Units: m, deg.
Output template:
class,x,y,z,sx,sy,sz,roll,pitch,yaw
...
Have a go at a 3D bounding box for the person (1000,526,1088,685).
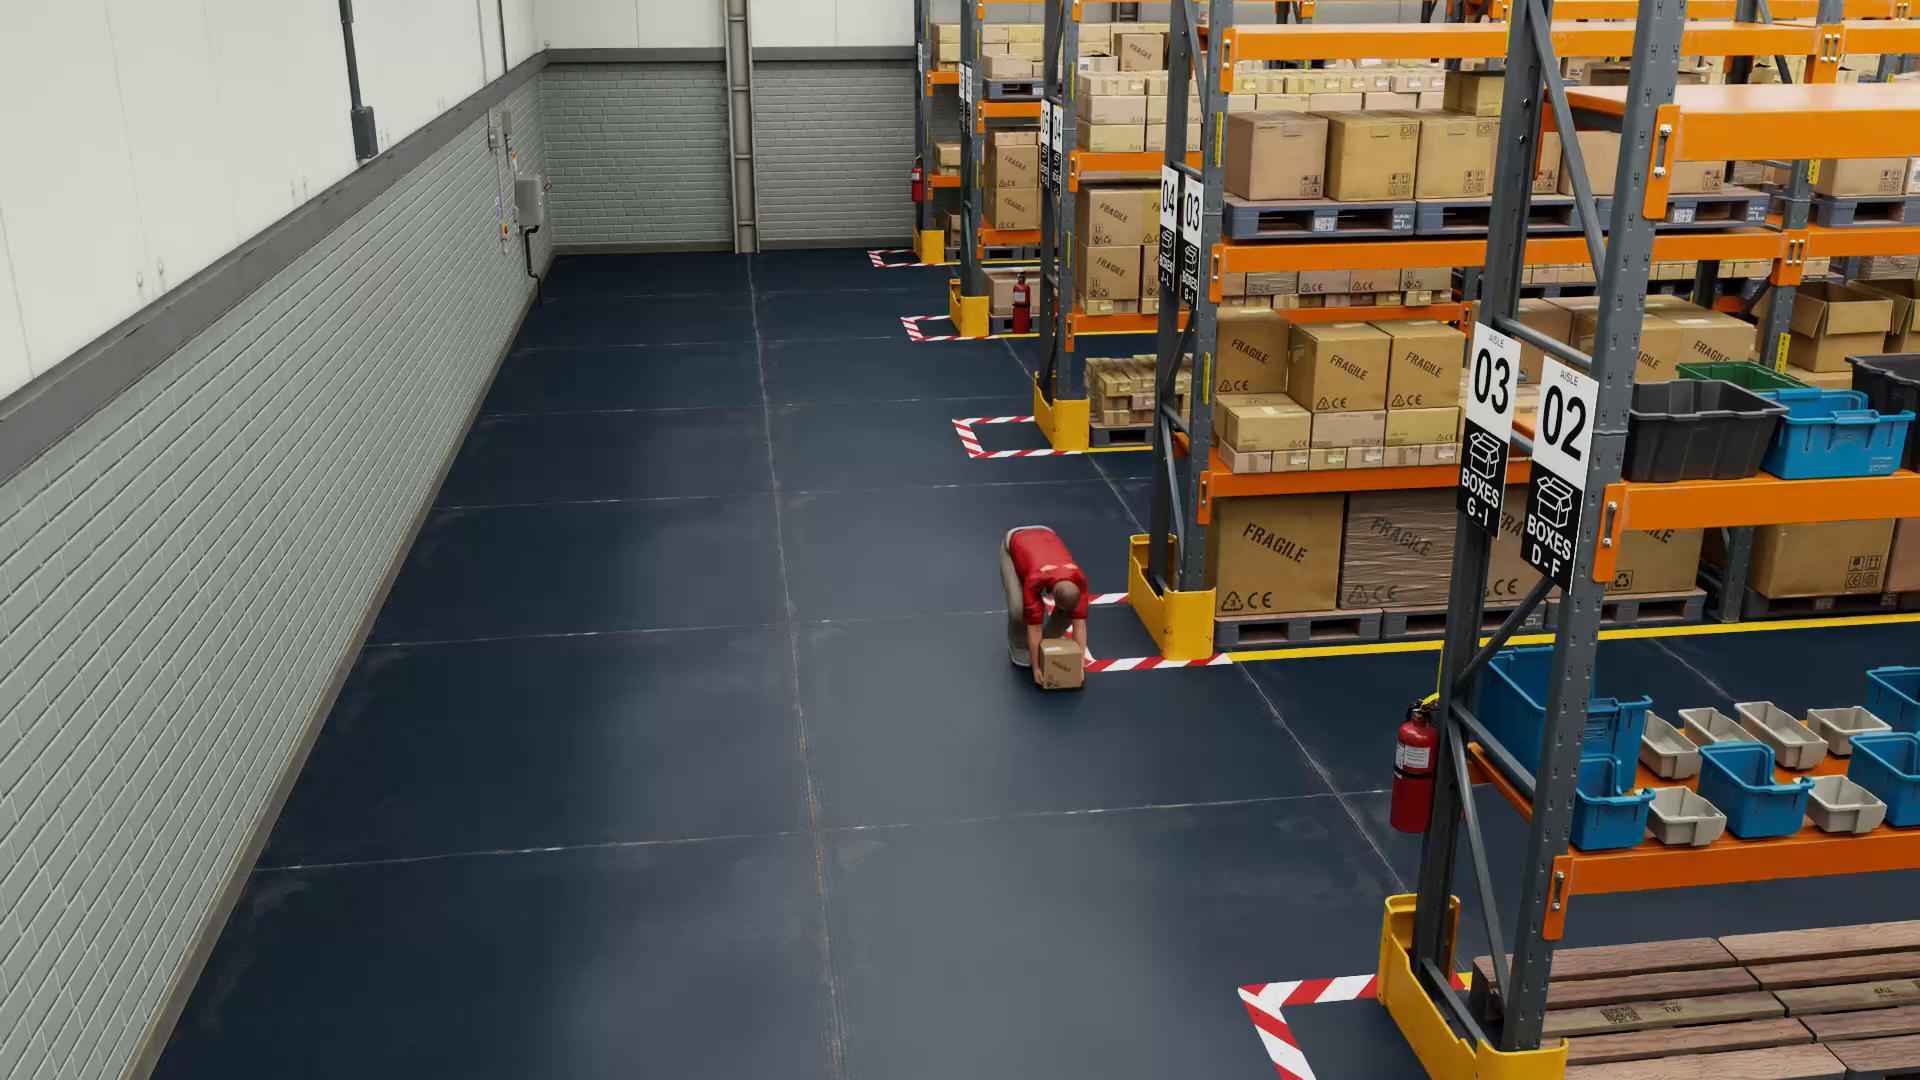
class,x,y,z,sx,sy,sz,roll,pitch,yaw
person,0.583,0.424,11.134,0.533,0.907,0.955,-6,21,-17
